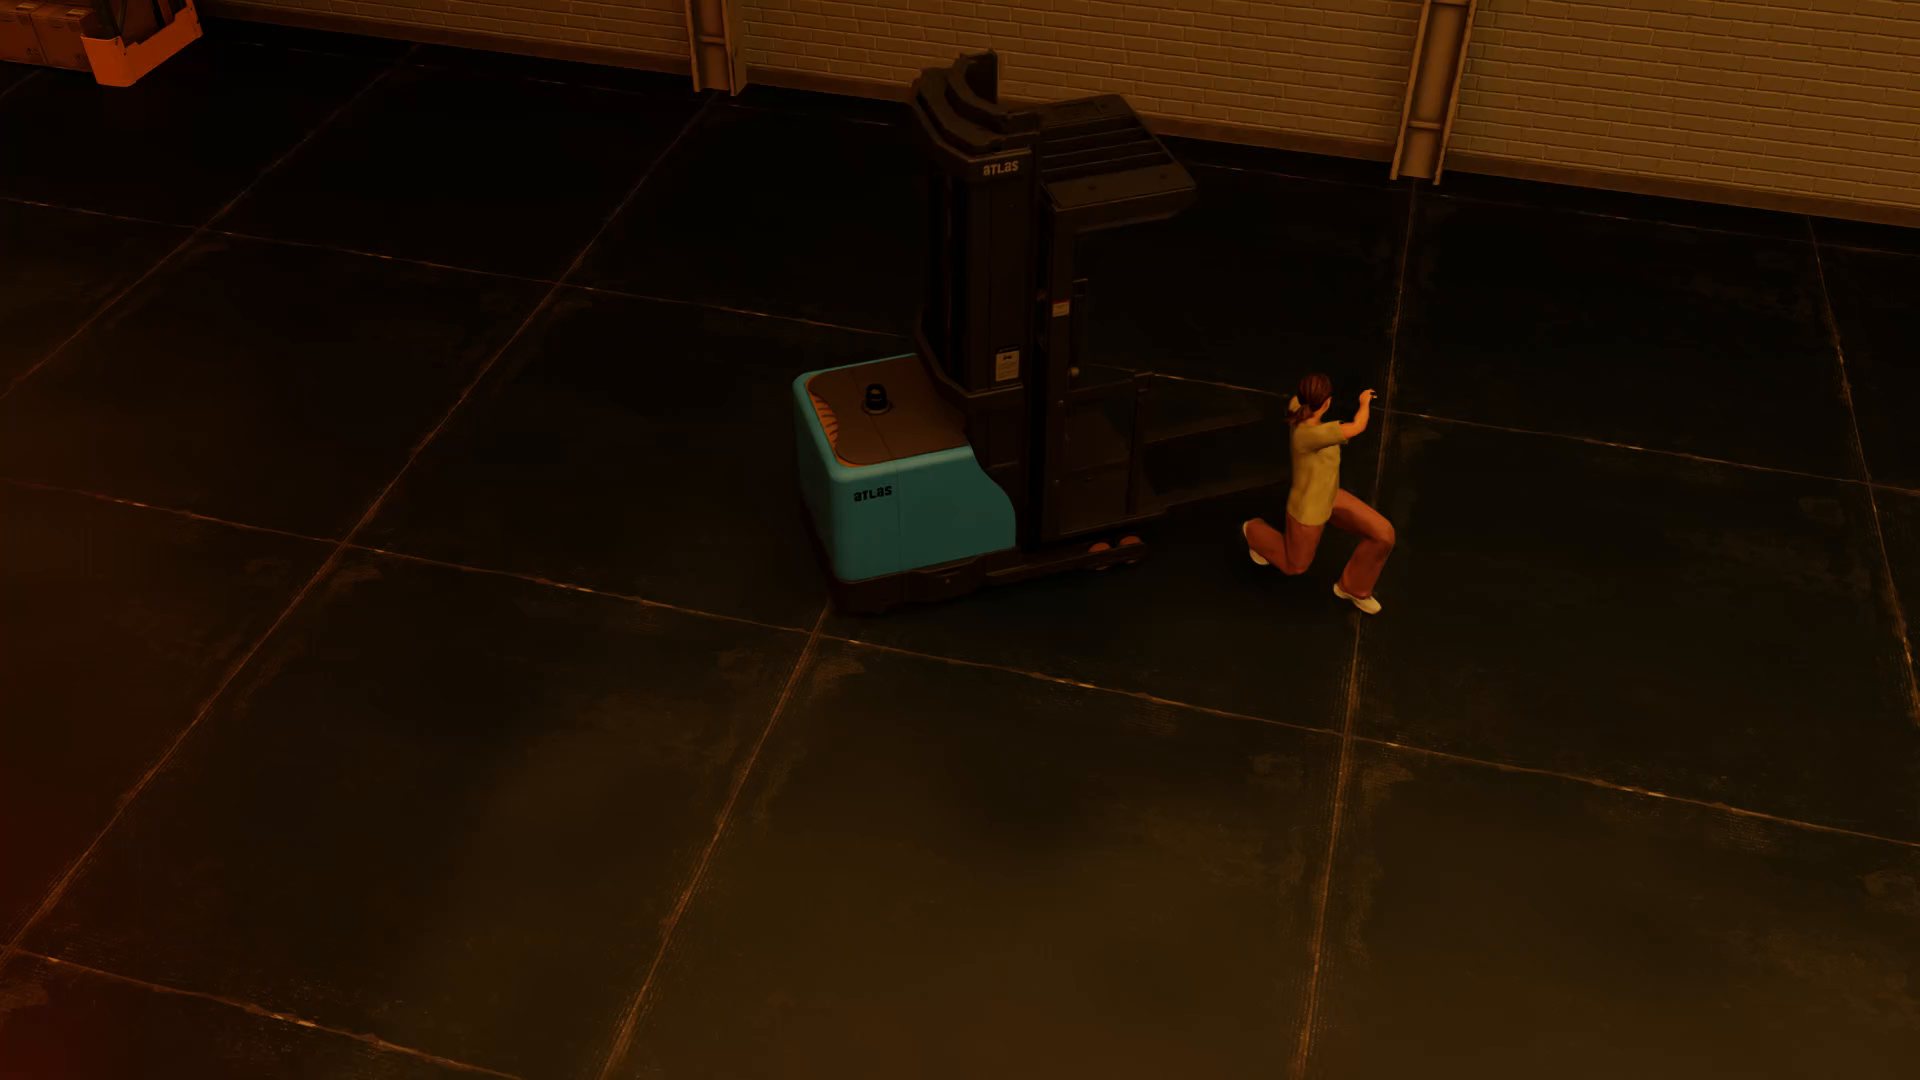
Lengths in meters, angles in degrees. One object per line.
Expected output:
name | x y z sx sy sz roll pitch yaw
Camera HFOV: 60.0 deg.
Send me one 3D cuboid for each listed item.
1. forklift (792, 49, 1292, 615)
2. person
forklift | 0.595 -1.243 9.280 3.031 2.935 1.130 -12 43 -13
person | 2.140 -0.382 9.427 0.944 1.379 0.866 25 47 25
